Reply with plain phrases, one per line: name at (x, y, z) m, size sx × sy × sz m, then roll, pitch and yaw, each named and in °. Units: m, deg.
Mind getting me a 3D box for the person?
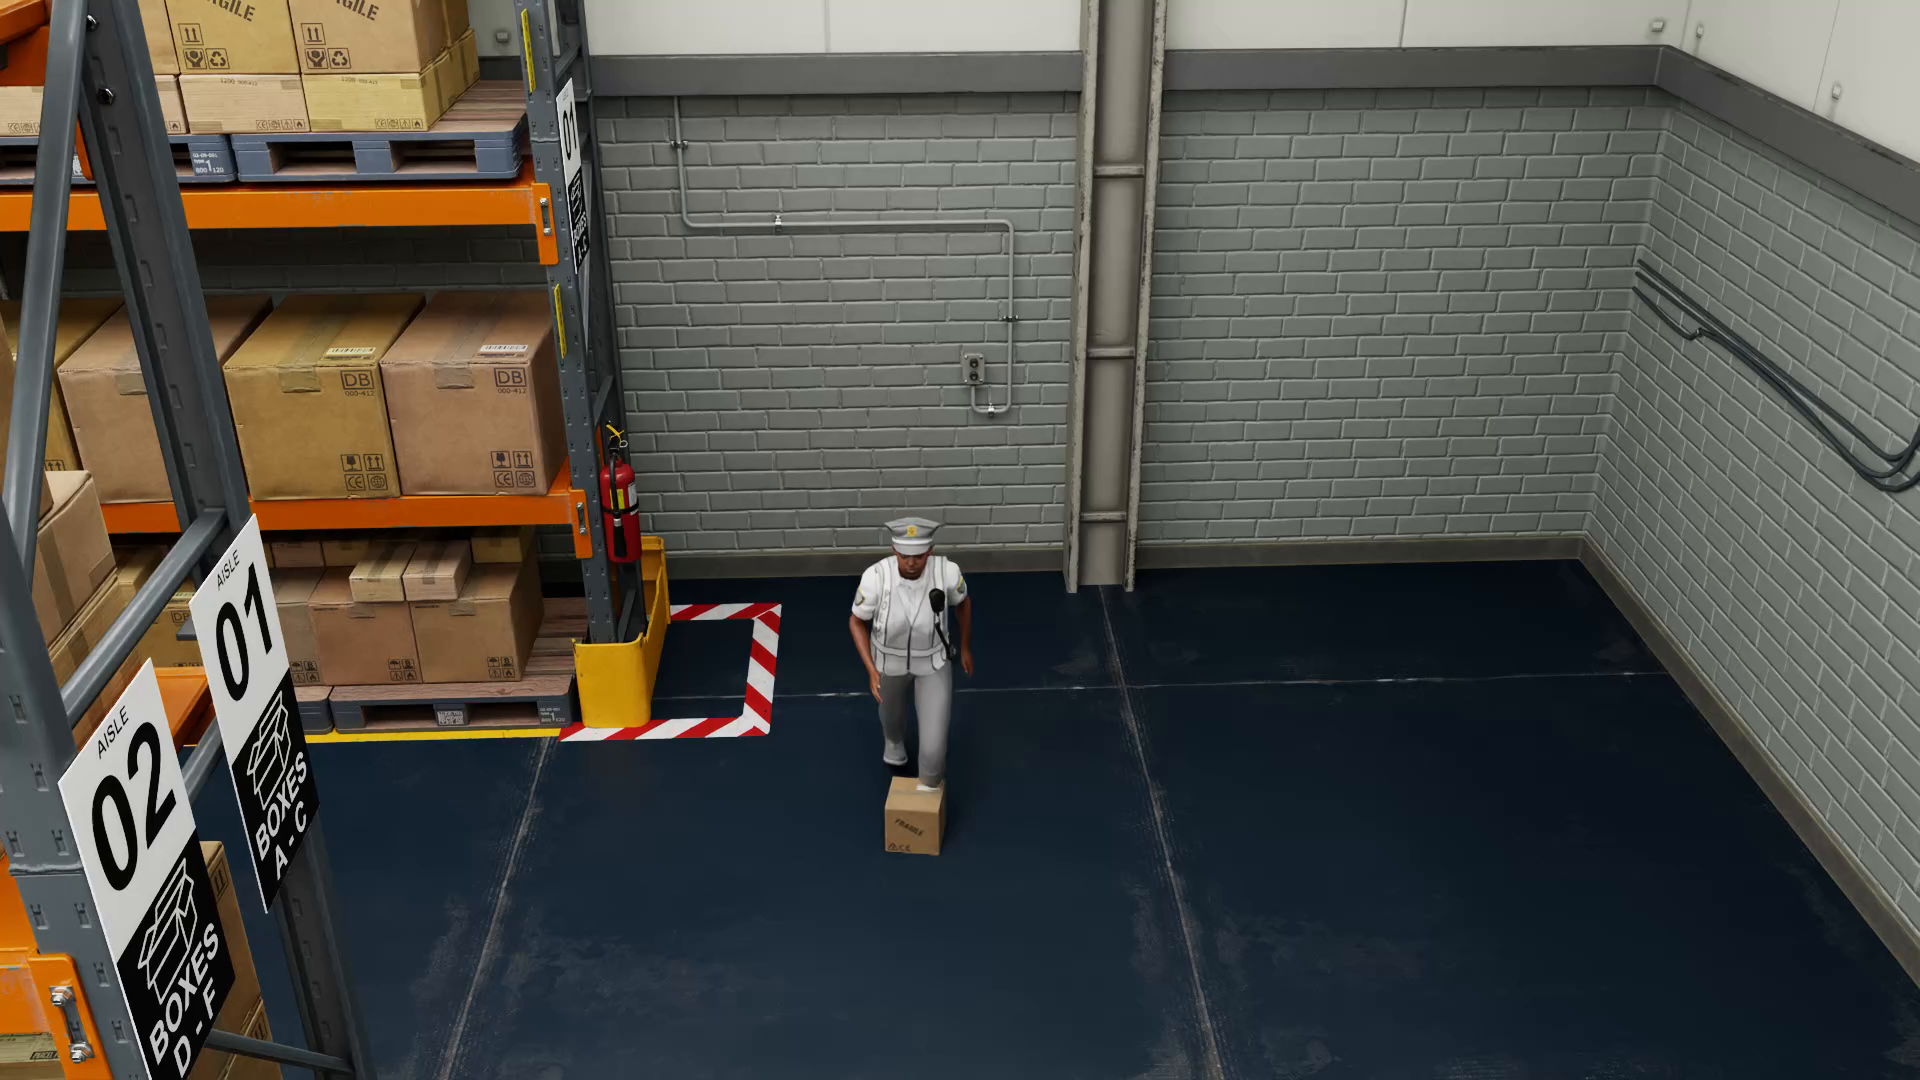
person at (-5.060, 2.595, 3.483) m, size 9.534 × 1.827 × 10.882 m, roll 2°, pitch 28°, yaw 4°
